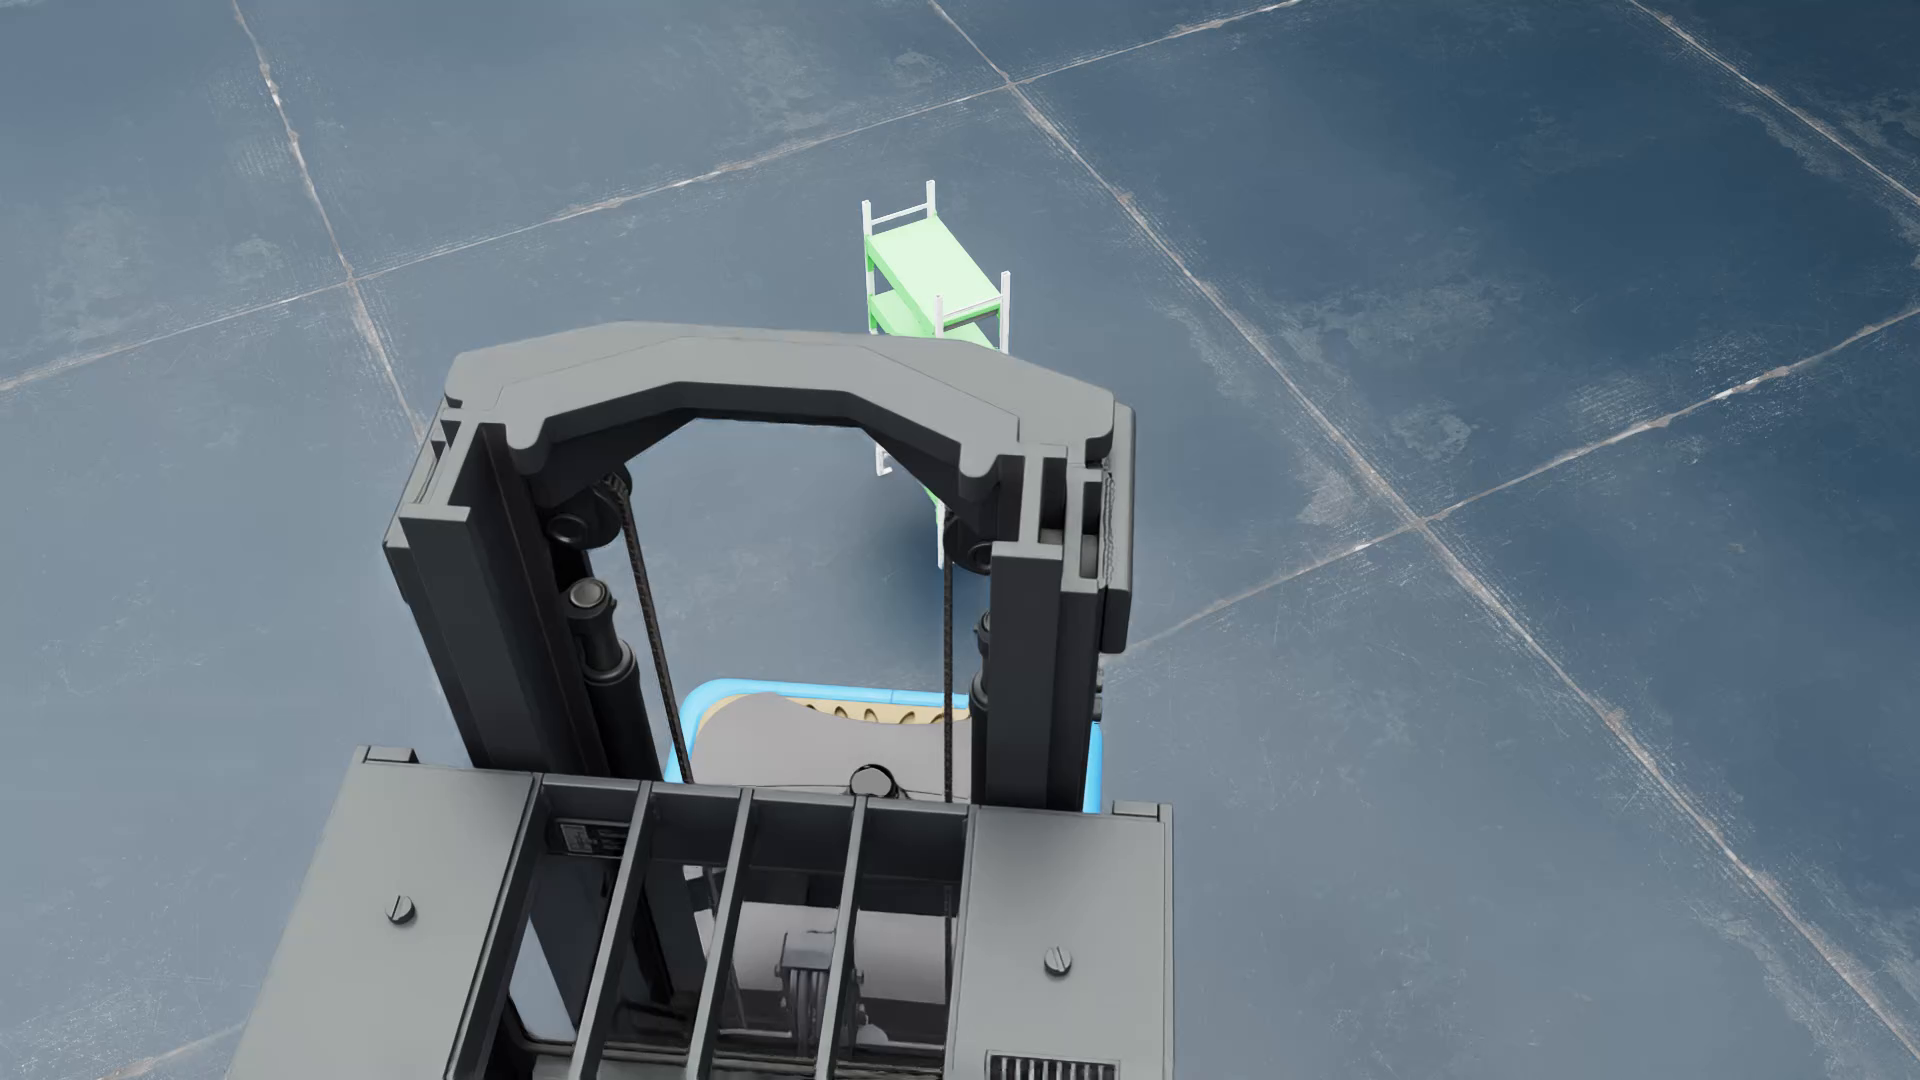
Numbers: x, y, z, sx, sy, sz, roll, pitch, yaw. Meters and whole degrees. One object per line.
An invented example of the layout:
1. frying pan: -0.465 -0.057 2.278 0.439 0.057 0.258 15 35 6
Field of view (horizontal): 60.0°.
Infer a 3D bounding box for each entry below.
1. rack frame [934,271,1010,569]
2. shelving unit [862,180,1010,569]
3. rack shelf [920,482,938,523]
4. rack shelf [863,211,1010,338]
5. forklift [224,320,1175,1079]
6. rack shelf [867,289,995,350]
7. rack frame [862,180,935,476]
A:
1. rack frame: 0.036 -0.342 5.252 0.240 1.200 0.015 -21 52 -18
2. shelving unit: -0.076 -0.506 5.395 0.258 1.200 0.503 -21 52 -18
3. rack shelf: -0.076 -0.306 5.624 0.258 0.148 0.480 -21 52 -18
4. rack shelf: -0.076 -0.780 5.082 0.258 0.148 0.480 -21 52 -18
5. forklift: -0.289 1.211 2.743 1.130 2.935 3.031 4 49 3
6. rack shelf: -0.076 -0.622 5.263 0.258 0.148 0.480 -21 52 -18
7. rack frame: -0.187 -0.669 5.538 0.240 1.200 0.015 -21 52 -18
